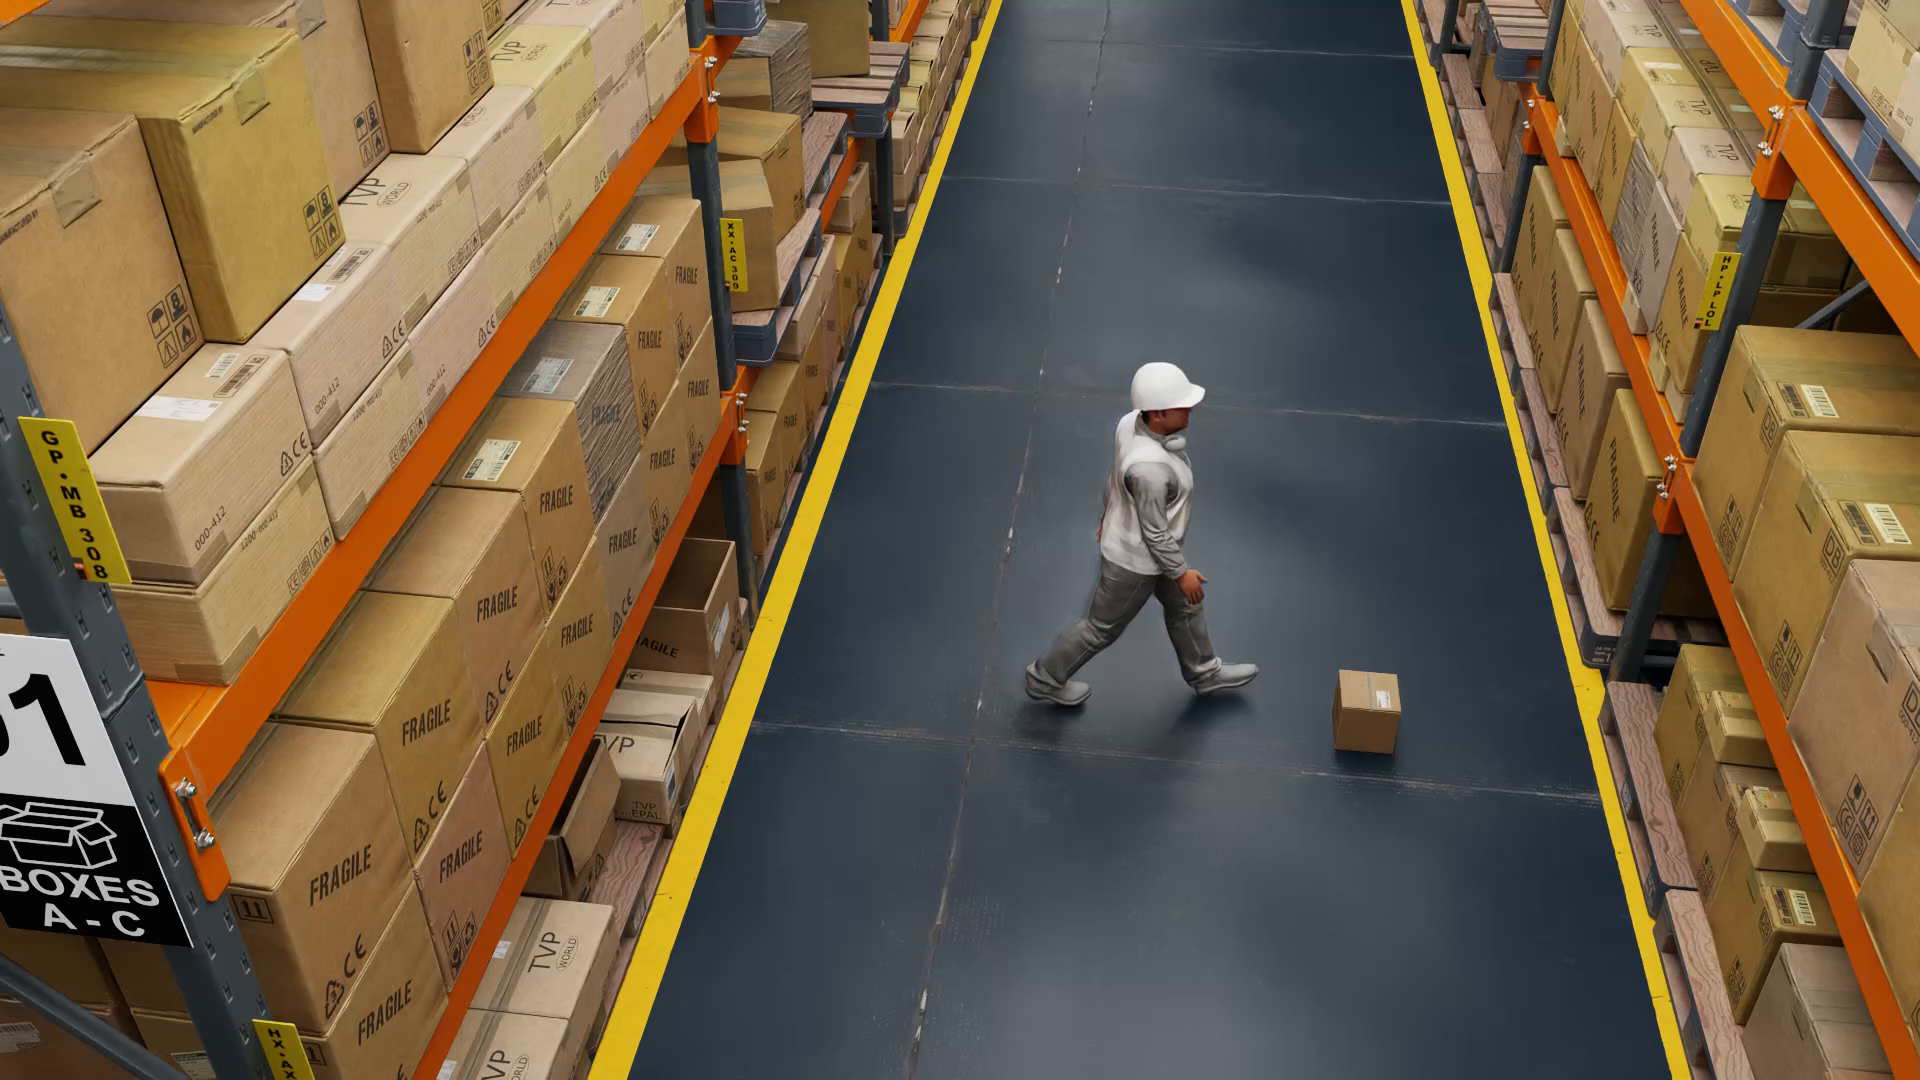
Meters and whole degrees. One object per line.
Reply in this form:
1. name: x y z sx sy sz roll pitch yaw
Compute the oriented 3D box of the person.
1. person: 0.814 0.021 7.006 1.040 1.724 0.568 5 36 7
